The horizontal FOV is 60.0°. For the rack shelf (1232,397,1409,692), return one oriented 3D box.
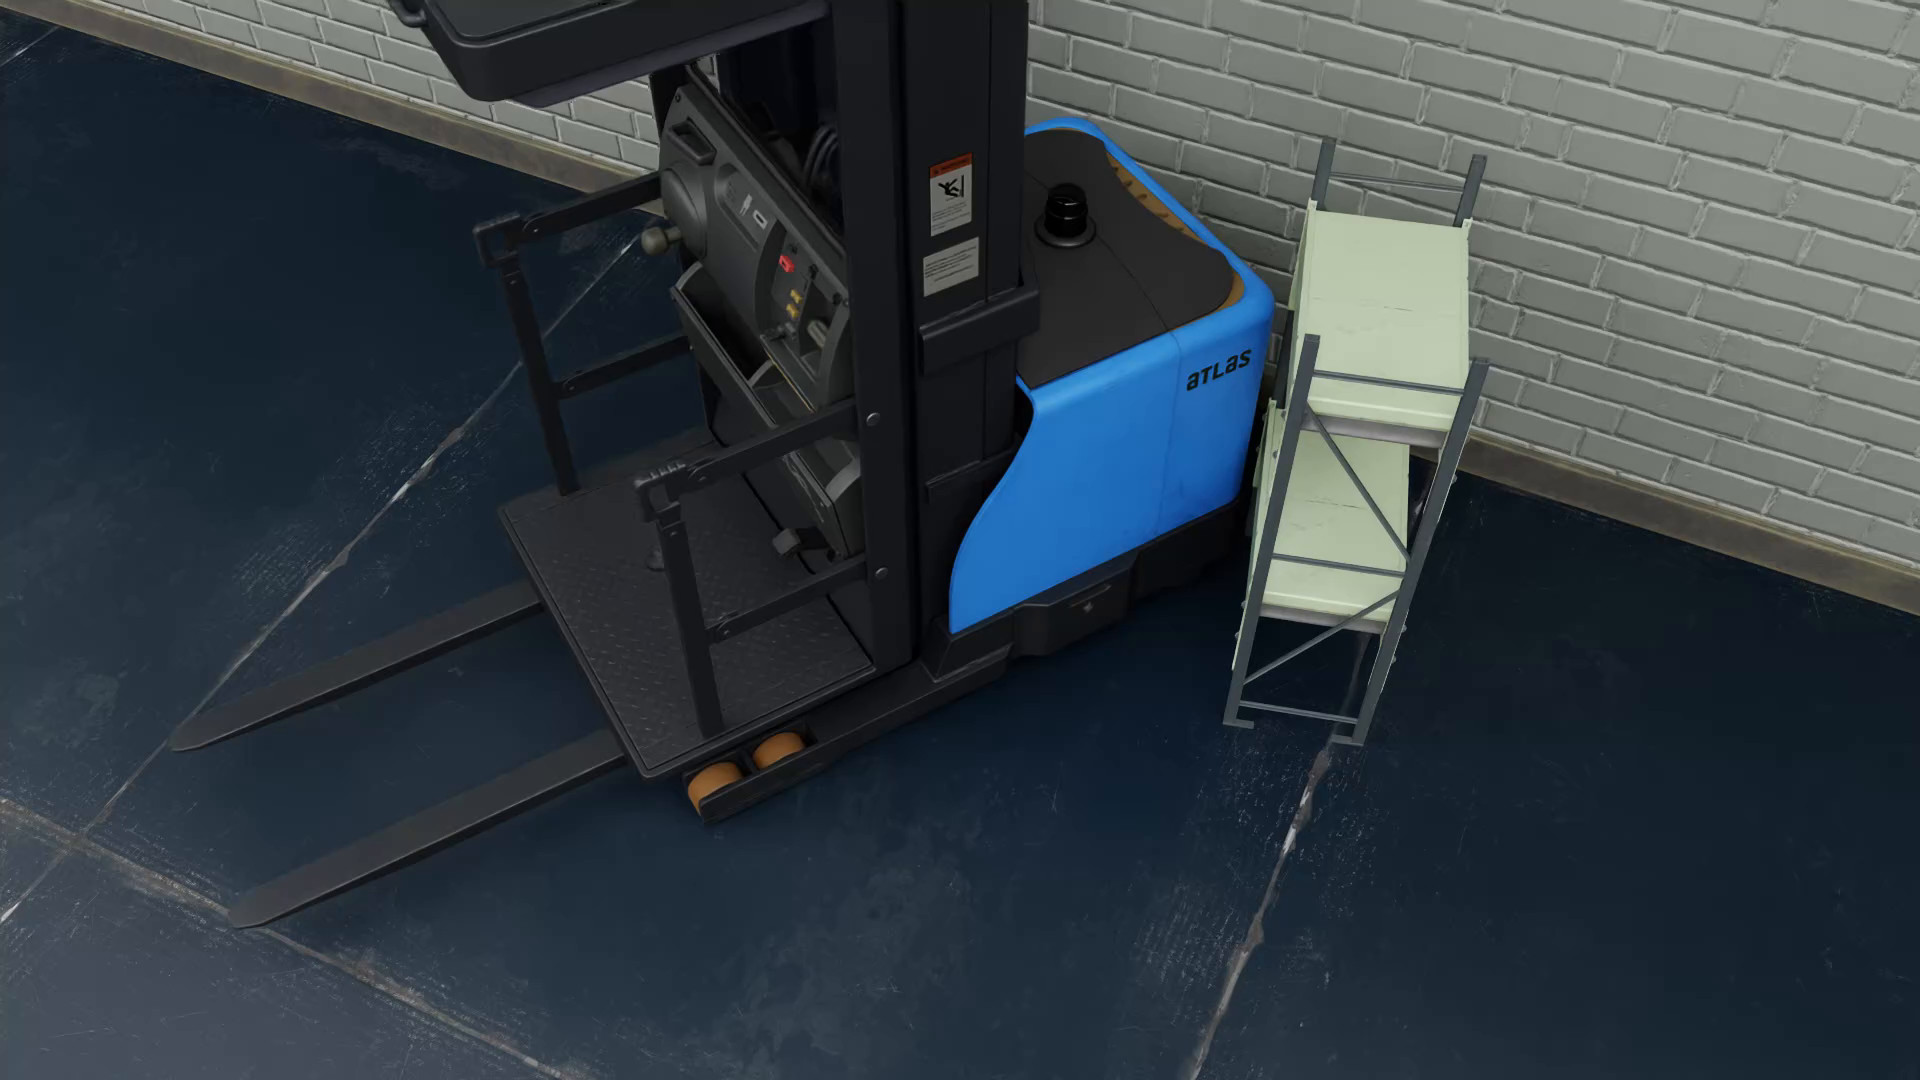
[{"bbox_3d":[1.026,0.005,4.689,0.431,0.370,0.720,9,50,7],"label":"rack shelf"}]

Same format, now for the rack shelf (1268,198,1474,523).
[{"bbox_3d":[1.026,-0.459,4.143,0.431,0.370,0.720,9,50,7],"label":"rack shelf"}]

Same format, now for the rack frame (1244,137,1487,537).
[{"bbox_3d":[1.097,-0.480,4.673,0.400,1.500,0.023,9,50,7],"label":"rack frame"}]

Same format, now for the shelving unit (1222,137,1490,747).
[{"bbox_3d":[1.026,-0.206,4.441,0.431,1.500,0.755,9,50,7],"label":"shelving unit"}]

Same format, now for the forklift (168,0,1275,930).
[{"bbox_3d":[-0.674,-0.644,3.873,3.031,2.935,1.130,-24,54,-19],"label":"forklift"}]

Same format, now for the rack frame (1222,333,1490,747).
[{"bbox_3d":[0.956,0.067,4.208,0.400,1.500,0.023,9,50,7],"label":"rack frame"}]
